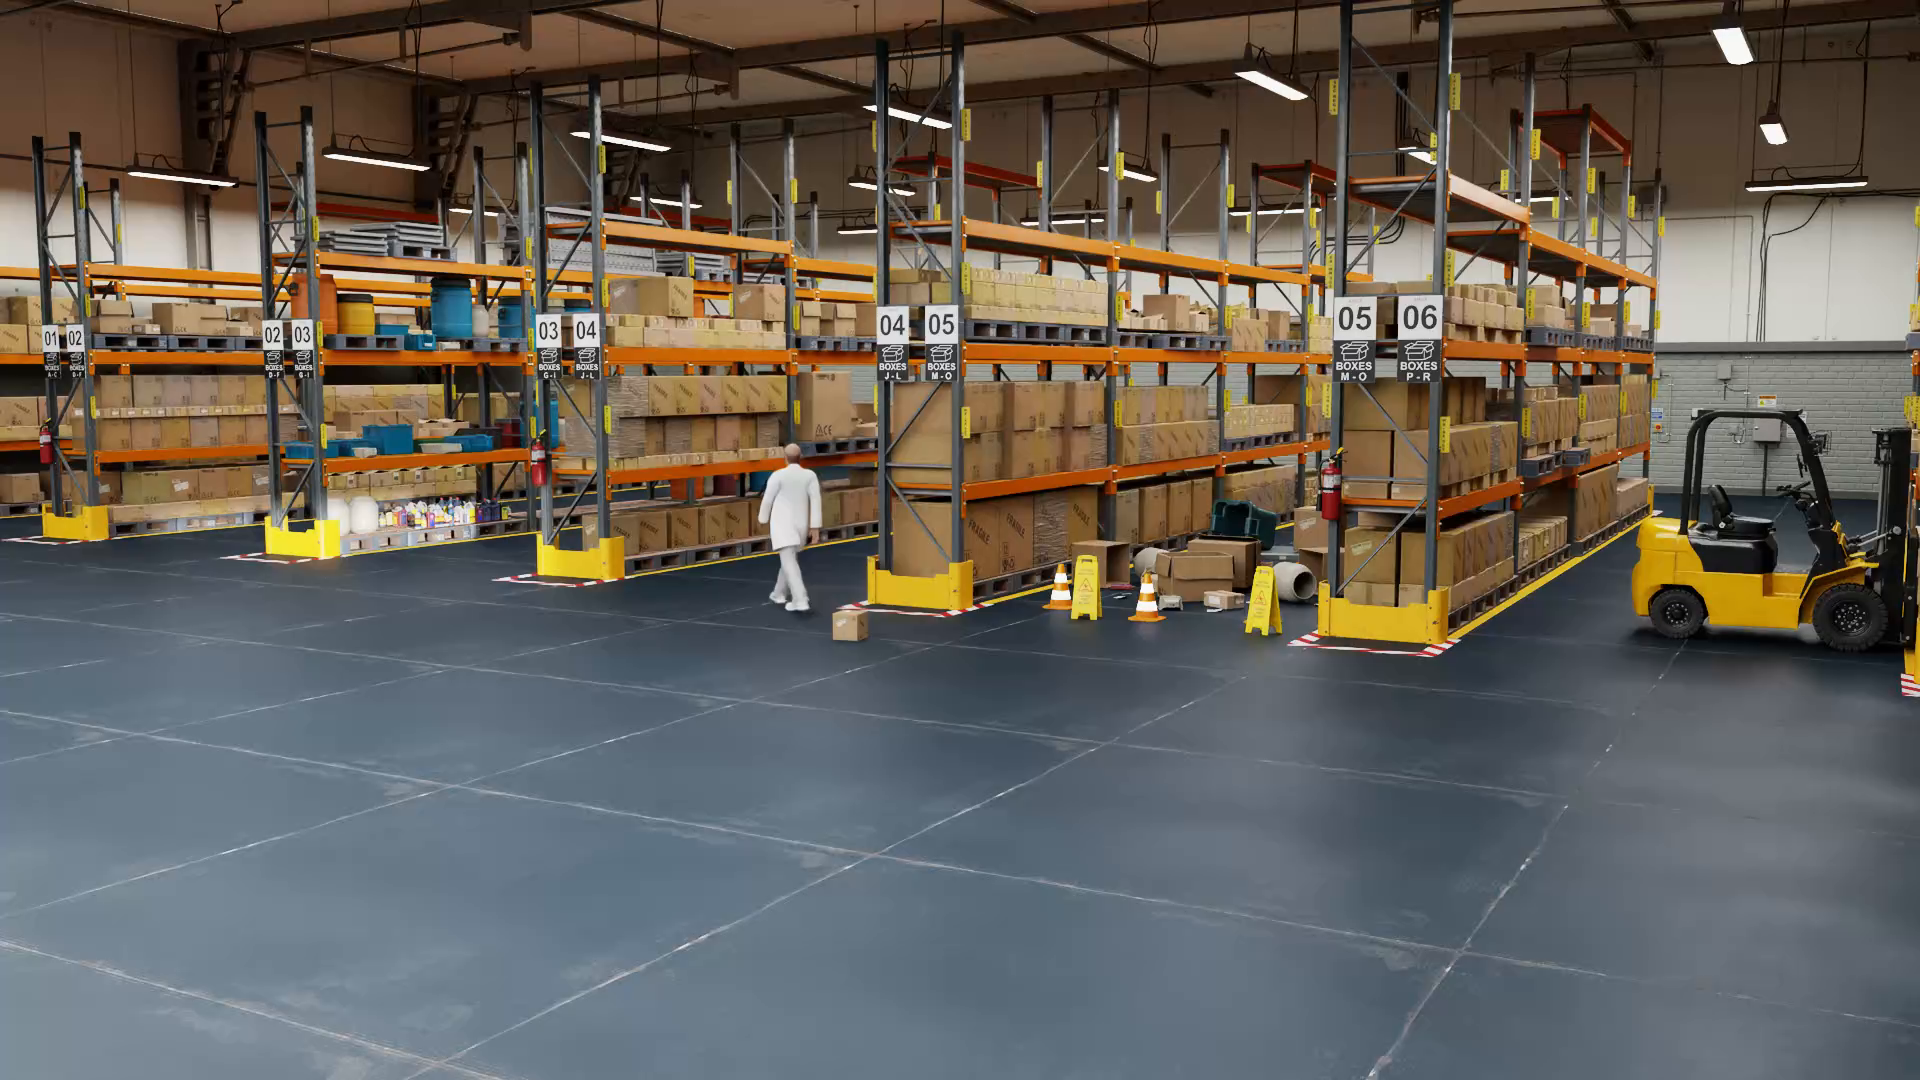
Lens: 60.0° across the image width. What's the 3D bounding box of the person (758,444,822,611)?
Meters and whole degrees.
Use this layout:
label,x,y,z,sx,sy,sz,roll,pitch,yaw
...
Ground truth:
label,x,y,z,sx,sy,sz,roll,pitch,yaw
person,-1.824,-0.154,17.437,0.577,1.722,1.087,-4,7,-35
